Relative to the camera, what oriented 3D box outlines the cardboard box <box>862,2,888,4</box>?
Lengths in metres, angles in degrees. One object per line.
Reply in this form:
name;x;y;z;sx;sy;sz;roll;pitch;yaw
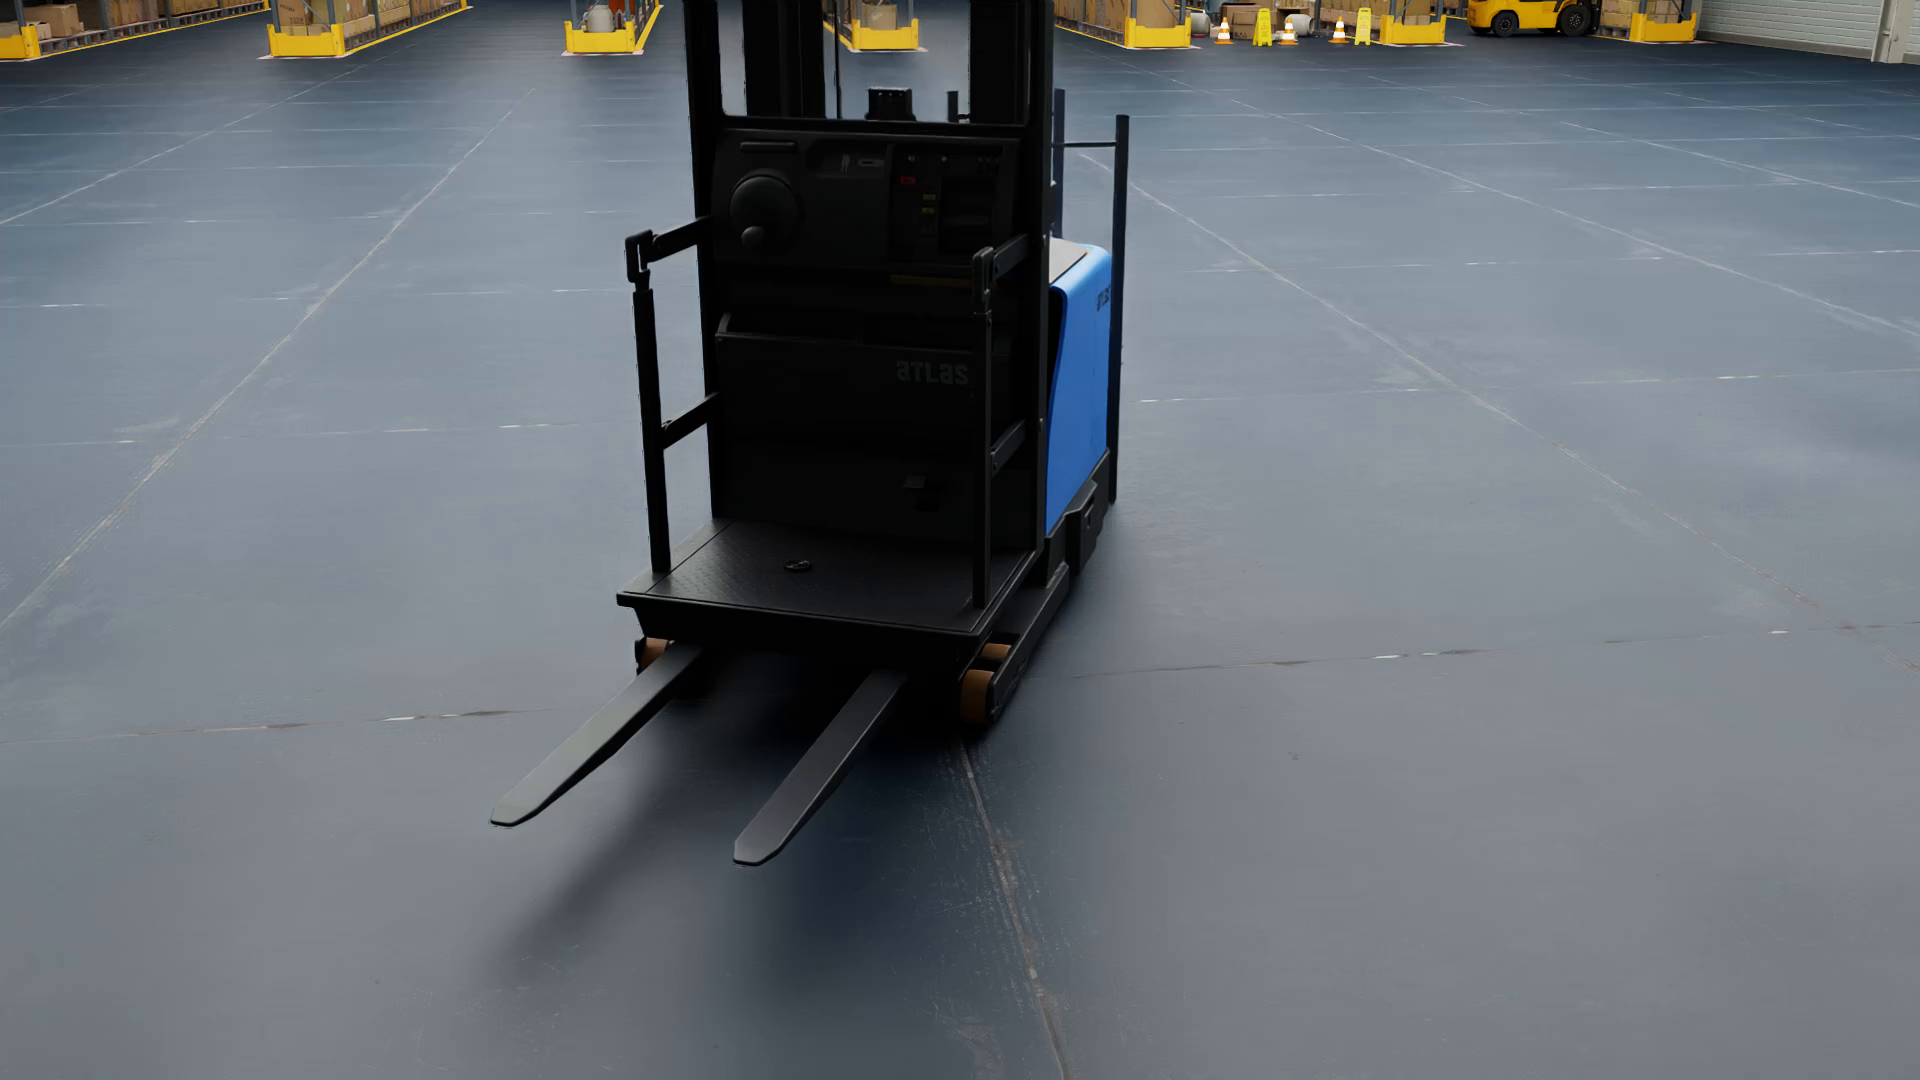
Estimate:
cardboard box;-1.596;-9.867;31.319;0.500;0.500;0.500;-1;21;-3

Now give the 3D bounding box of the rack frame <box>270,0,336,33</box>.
rack frame;-11.134;-9.703;27.907;1.000;3.000;0.127;-3;21;-8

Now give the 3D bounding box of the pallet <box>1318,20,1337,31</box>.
pallet;8.031;-10.549;34.158;1.003;0.211;1.213;-3;21;-8

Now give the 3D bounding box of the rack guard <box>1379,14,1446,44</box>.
rack guard;8.465;-9.556;31.088;1.175;0.500;0.348;-3;21;-8

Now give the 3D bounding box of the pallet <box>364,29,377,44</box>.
pallet;-11.638;-9.504;31.361;1.003;0.211;1.213;-3;21;-8

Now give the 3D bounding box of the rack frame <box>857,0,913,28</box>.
rack frame;-1.331;-10.201;29.242;1.000;3.000;0.127;-3;21;-8

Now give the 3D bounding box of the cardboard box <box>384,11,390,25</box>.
cardboard box;-11.596;-10.326;32.905;0.500;0.250;0.500;-2;21;-6

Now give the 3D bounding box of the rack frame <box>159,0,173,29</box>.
rack frame;-17.189;-12.222;34.651;1.000;3.000;0.127;-3;21;-8

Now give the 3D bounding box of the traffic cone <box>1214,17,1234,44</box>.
traffic cone;4.920;-9.483;30.946;0.336;0.463;0.334;-3;21;-8

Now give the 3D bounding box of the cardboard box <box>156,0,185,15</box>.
cardboard box;-17.165;-11.672;35.653;0.750;0.750;0.750;-3;21;-8

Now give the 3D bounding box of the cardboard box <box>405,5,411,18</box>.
cardboard box;-11.970;-11.211;35.276;0.500;0.250;0.500;-2;21;-6

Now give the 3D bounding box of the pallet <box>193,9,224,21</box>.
pallet;-17.580;-12.037;38.142;1.003;0.211;1.213;-3;21;-8

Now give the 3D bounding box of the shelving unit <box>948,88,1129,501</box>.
shelving unit;0.286;-1.024;6.814;0.538;1.500;1.048;-4;21;-9

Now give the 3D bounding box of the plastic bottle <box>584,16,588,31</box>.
plastic bottle;-6.940;-9.584;30.853;0.152;0.276;0.135;-3;21;-7

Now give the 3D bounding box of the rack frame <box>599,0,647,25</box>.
rack frame;-7.385;-12.721;35.989;1.000;3.000;0.127;-3;21;-8

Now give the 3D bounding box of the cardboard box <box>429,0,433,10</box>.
cardboard box;-12.375;-12.391;38.049;0.500;0.500;0.500;-3;21;-7

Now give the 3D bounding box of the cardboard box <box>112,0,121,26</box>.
cardboard box;-16.859;-10.302;32.456;0.700;0.500;0.500;-3;21;-9

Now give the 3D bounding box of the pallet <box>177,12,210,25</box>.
pallet;-17.401;-11.613;37.009;1.003;0.211;1.213;-3;21;-8

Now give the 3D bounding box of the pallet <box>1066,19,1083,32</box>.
pallet;2.829;-10.758;34.719;1.003;0.211;1.213;-3;21;-8

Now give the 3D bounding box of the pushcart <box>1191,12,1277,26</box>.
pushcart;5.650;-10.725;34.393;1.648;0.377;0.936;-11;23;-26

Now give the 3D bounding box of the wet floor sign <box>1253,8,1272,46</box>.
wet floor sign;5.555;-9.403;30.470;0.267;0.644;0.232;-7;21;-17

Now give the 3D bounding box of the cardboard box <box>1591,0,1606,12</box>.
cardboard box;12.851;-10.600;32.925;0.500;0.250;0.500;-3;21;-9

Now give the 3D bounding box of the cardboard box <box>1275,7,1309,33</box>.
cardboard box;6.707;-10.476;33.548;0.500;0.500;0.500;12;24;29

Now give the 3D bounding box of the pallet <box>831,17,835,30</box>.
pallet;-2.200;-10.973;35.293;1.003;0.211;1.213;-3;21;-8

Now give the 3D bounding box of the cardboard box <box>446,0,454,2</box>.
cardboard box;-13.011;-13.654;41.788;0.500;0.250;0.500;-3;21;-8

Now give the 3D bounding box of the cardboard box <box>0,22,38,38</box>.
cardboard box;-16.046;-8.642;28.282;0.500;0.311;0.500;-5;21;-14

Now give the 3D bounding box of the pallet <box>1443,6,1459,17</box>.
pallet;12.163;-12.677;39.855;1.003;0.211;1.213;-3;21;-8

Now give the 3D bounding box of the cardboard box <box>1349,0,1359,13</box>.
cardboard box;7.958;-10.581;32.516;0.500;0.500;0.500;-3;21;-9

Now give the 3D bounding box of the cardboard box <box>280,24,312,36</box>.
cardboard box;-11.504;-8.782;28.772;0.500;0.250;0.500;-3;21;-8

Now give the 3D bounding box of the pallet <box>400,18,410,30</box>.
pallet;-12.207;-10.879;35.043;1.003;0.211;1.213;-3;21;-8

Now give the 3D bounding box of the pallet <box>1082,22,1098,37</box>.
pallet;3.047;-10.228;33.298;1.003;0.211;1.213;-3;21;-8

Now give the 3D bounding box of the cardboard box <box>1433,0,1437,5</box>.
cardboard box;11.820;-13.239;40.347;0.500;0.500;0.500;-2;21;-5

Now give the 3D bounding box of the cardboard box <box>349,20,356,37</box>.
cardboard box;-11.139;-9.154;29.769;0.500;0.250;0.500;-3;21;-8

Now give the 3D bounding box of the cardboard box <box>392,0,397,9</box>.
cardboard box;-11.747;-10.947;33.767;0.500;0.311;0.500;-2;21;-6

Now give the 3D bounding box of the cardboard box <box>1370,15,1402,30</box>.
cardboard box;8.089;-9.884;31.723;0.500;0.250;0.500;-3;21;-8

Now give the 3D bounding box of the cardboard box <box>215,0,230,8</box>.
cardboard box;-17.772;-12.896;39.430;0.700;0.500;0.500;-3;21;-7

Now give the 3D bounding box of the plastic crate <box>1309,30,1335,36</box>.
plastic crate;7.314;-10.133;33.233;0.402;0.080;0.583;-11;23;-26

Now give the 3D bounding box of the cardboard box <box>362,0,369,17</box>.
cardboard box;-11.367;-10.024;31.026;0.500;0.500;0.500;-3;21;-8

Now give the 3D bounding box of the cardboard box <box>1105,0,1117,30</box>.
cardboard box;3.300;-10.154;31.551;0.875;0.875;0.875;-3;21;-9

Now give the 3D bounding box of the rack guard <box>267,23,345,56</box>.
rack guard;-11.131;-8.523;28.323;1.175;0.500;0.348;-3;21;-8

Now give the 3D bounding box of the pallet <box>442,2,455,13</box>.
pallet;-13.141;-13.212;41.290;1.003;0.211;1.213;-3;21;-8

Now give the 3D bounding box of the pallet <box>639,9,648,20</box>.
pallet;-7.713;-12.107;38.331;1.003;0.211;1.213;-3;21;-8

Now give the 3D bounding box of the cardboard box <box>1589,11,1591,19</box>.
cardboard box;12.784;-10.533;33.460;0.500;0.250;0.500;-2;21;-6

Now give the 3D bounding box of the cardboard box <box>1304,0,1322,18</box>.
cardboard box;7.821;-11.233;35.160;0.950;0.372;0.625;-3;21;-7

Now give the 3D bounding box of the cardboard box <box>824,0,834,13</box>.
cardboard box;-2.563;-12.412;37.599;1.225;0.875;0.875;-4;21;-10

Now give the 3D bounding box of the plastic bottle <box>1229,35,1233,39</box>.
plastic bottle;5.170;-9.769;32.284;0.133;0.061;0.283;-11;23;-26

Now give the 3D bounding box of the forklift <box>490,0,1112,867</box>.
forklift;-0.342;-0.990;4.677;1.130;2.935;3.031;6;21;15
